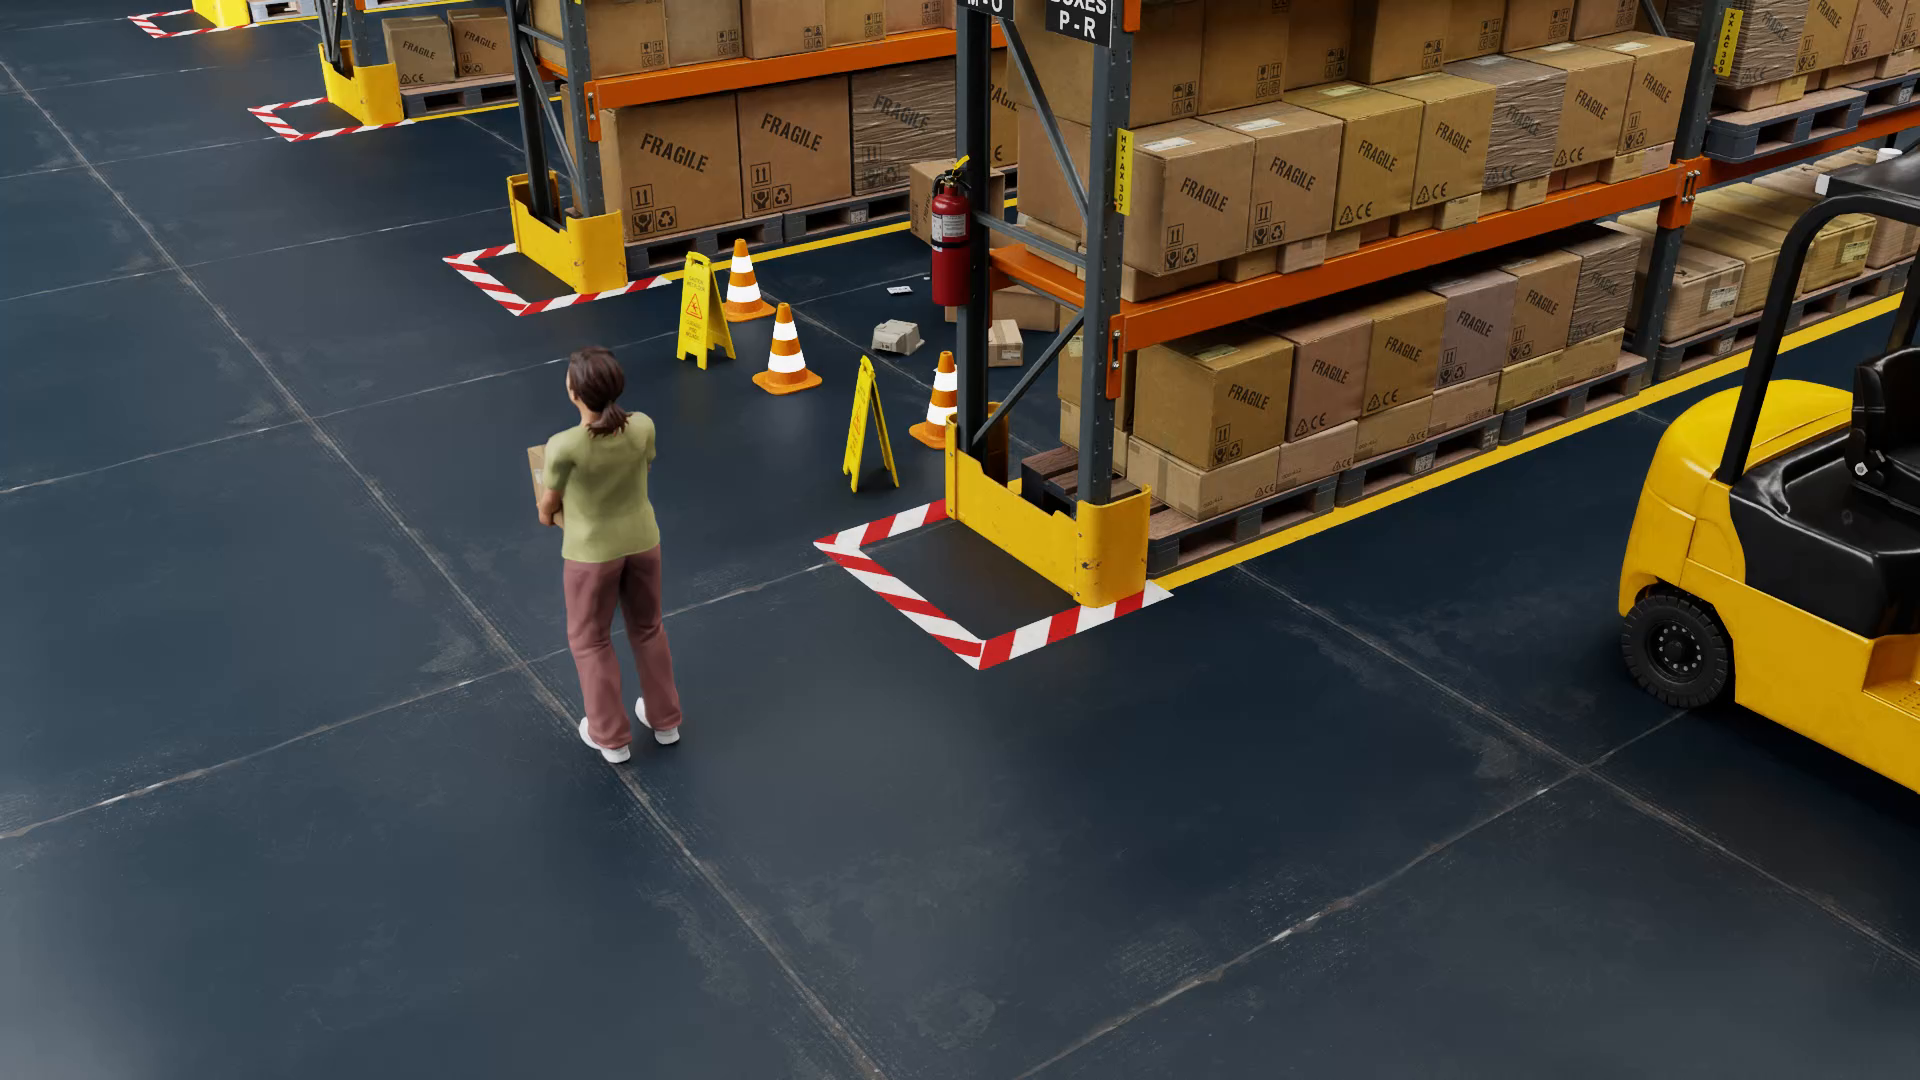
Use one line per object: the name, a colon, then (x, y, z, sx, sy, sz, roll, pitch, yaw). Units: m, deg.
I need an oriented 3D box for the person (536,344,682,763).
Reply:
person: (-1.308, 0.031, 6.093, 0.428, 1.650, 0.559, -19, 34, -30)
